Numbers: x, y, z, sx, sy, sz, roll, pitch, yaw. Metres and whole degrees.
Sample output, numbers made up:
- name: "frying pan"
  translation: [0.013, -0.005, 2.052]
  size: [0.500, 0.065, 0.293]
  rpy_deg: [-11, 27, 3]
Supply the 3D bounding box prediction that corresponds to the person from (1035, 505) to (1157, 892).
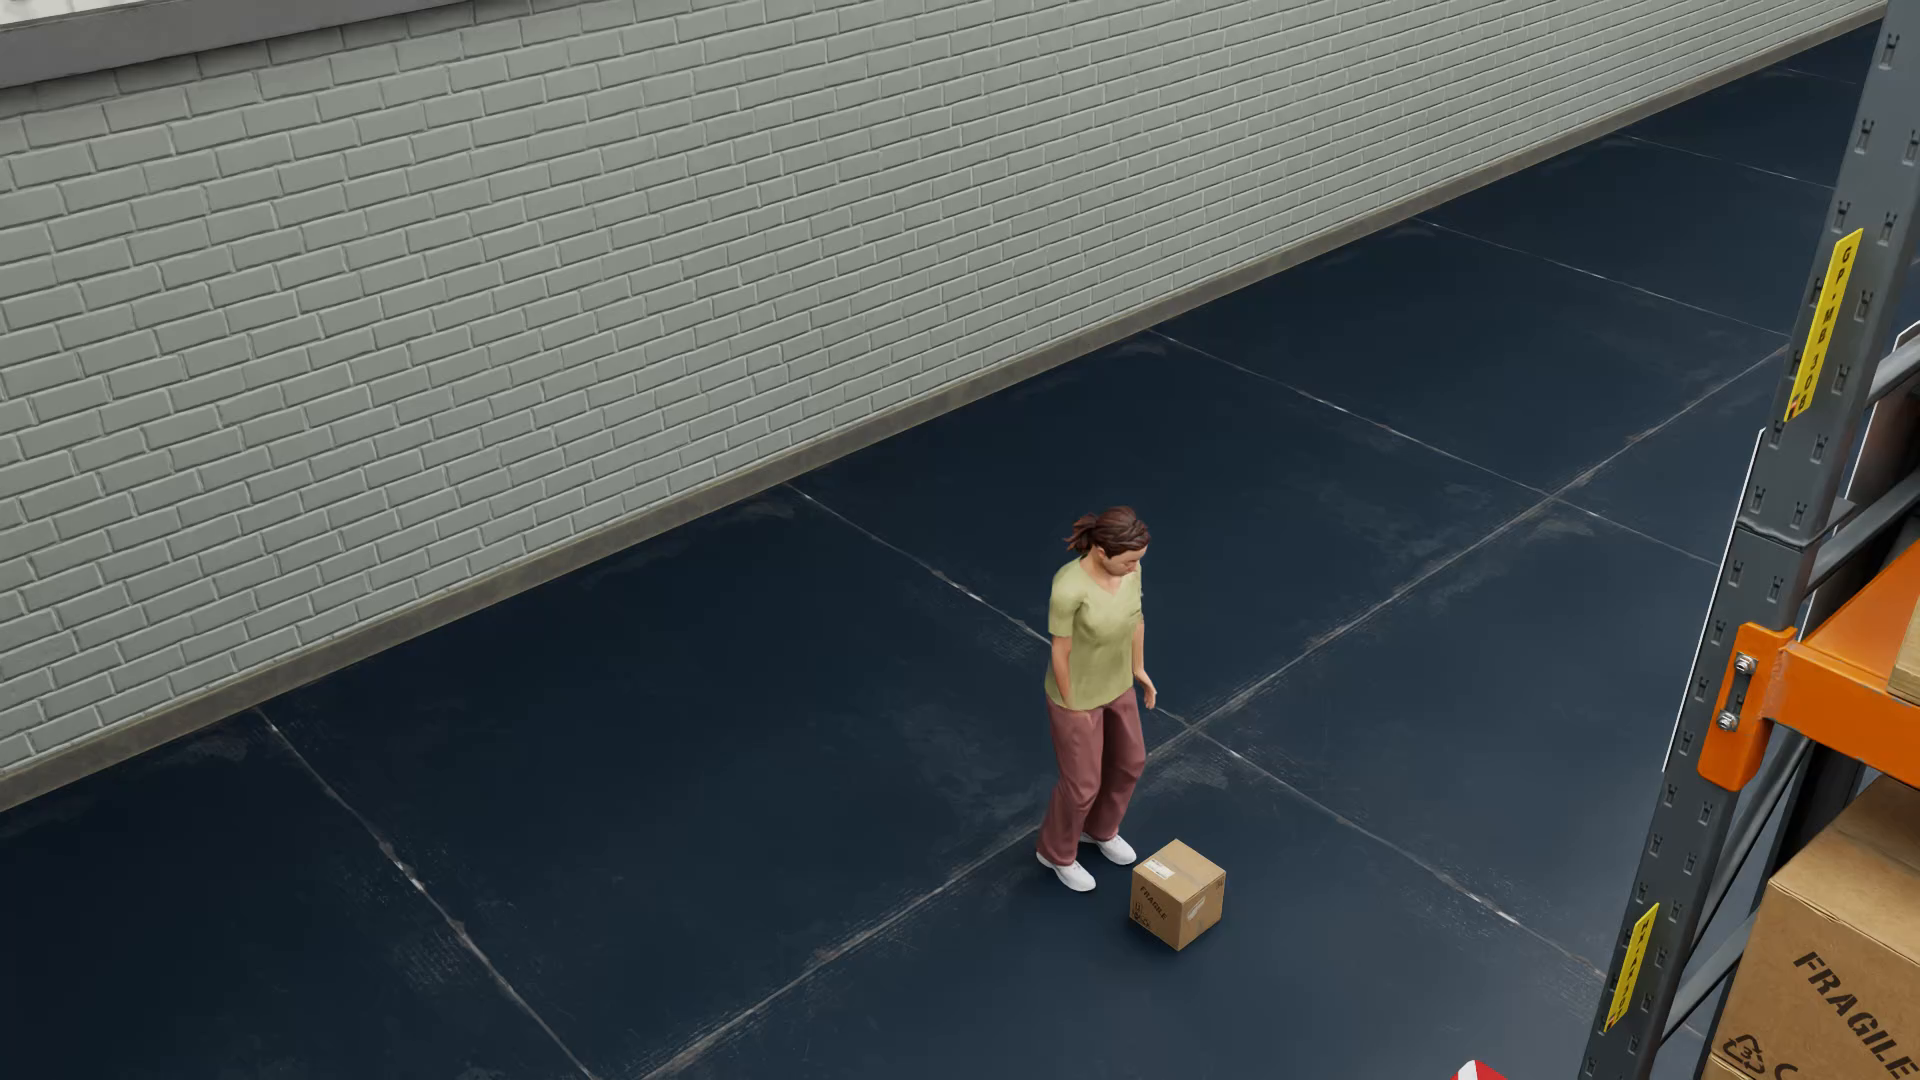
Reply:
- name: "person"
  translation: [0.520, 0.569, 6.253]
  size: [0.460, 1.652, 0.347]
  rpy_deg: [-25, 40, -34]
